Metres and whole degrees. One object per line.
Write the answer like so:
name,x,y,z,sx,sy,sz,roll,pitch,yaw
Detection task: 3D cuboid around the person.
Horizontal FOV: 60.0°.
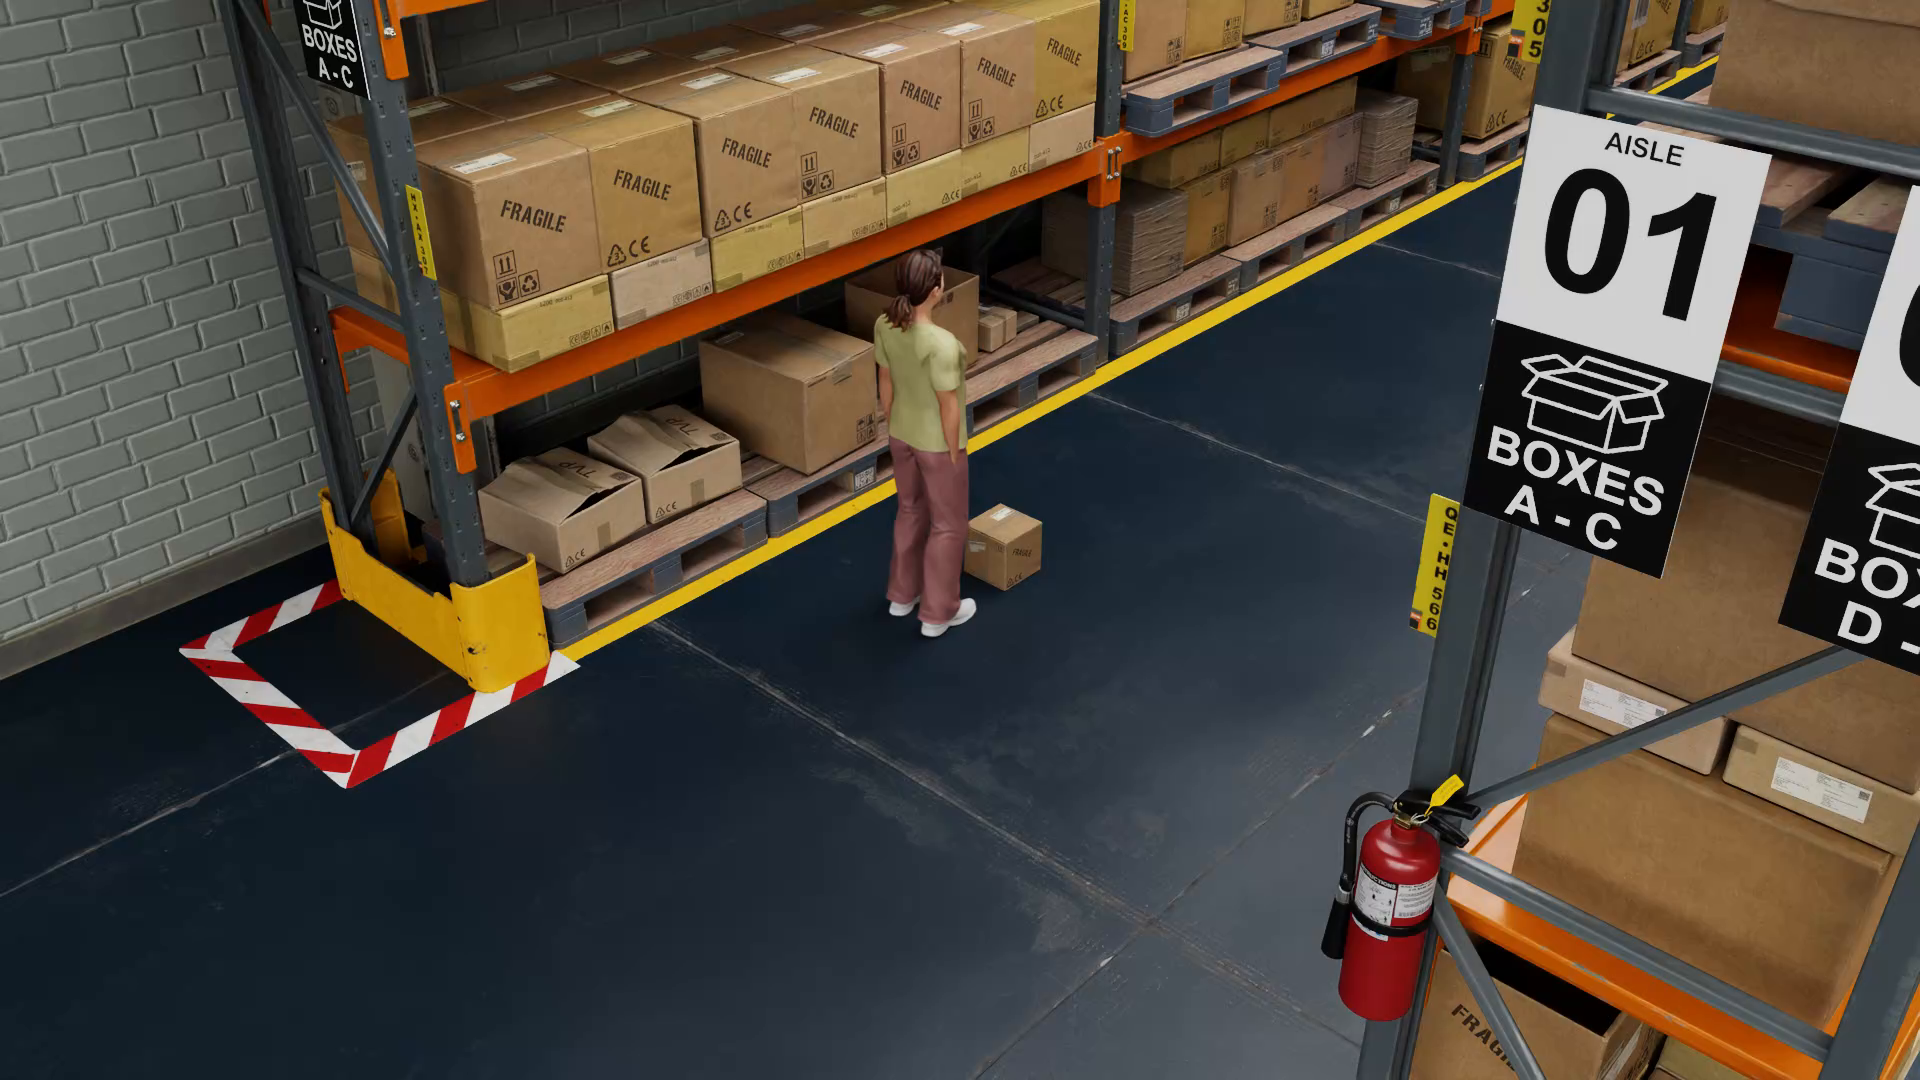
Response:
person,-0.142,-0.397,6.795,0.439,1.666,0.347,26,40,36
